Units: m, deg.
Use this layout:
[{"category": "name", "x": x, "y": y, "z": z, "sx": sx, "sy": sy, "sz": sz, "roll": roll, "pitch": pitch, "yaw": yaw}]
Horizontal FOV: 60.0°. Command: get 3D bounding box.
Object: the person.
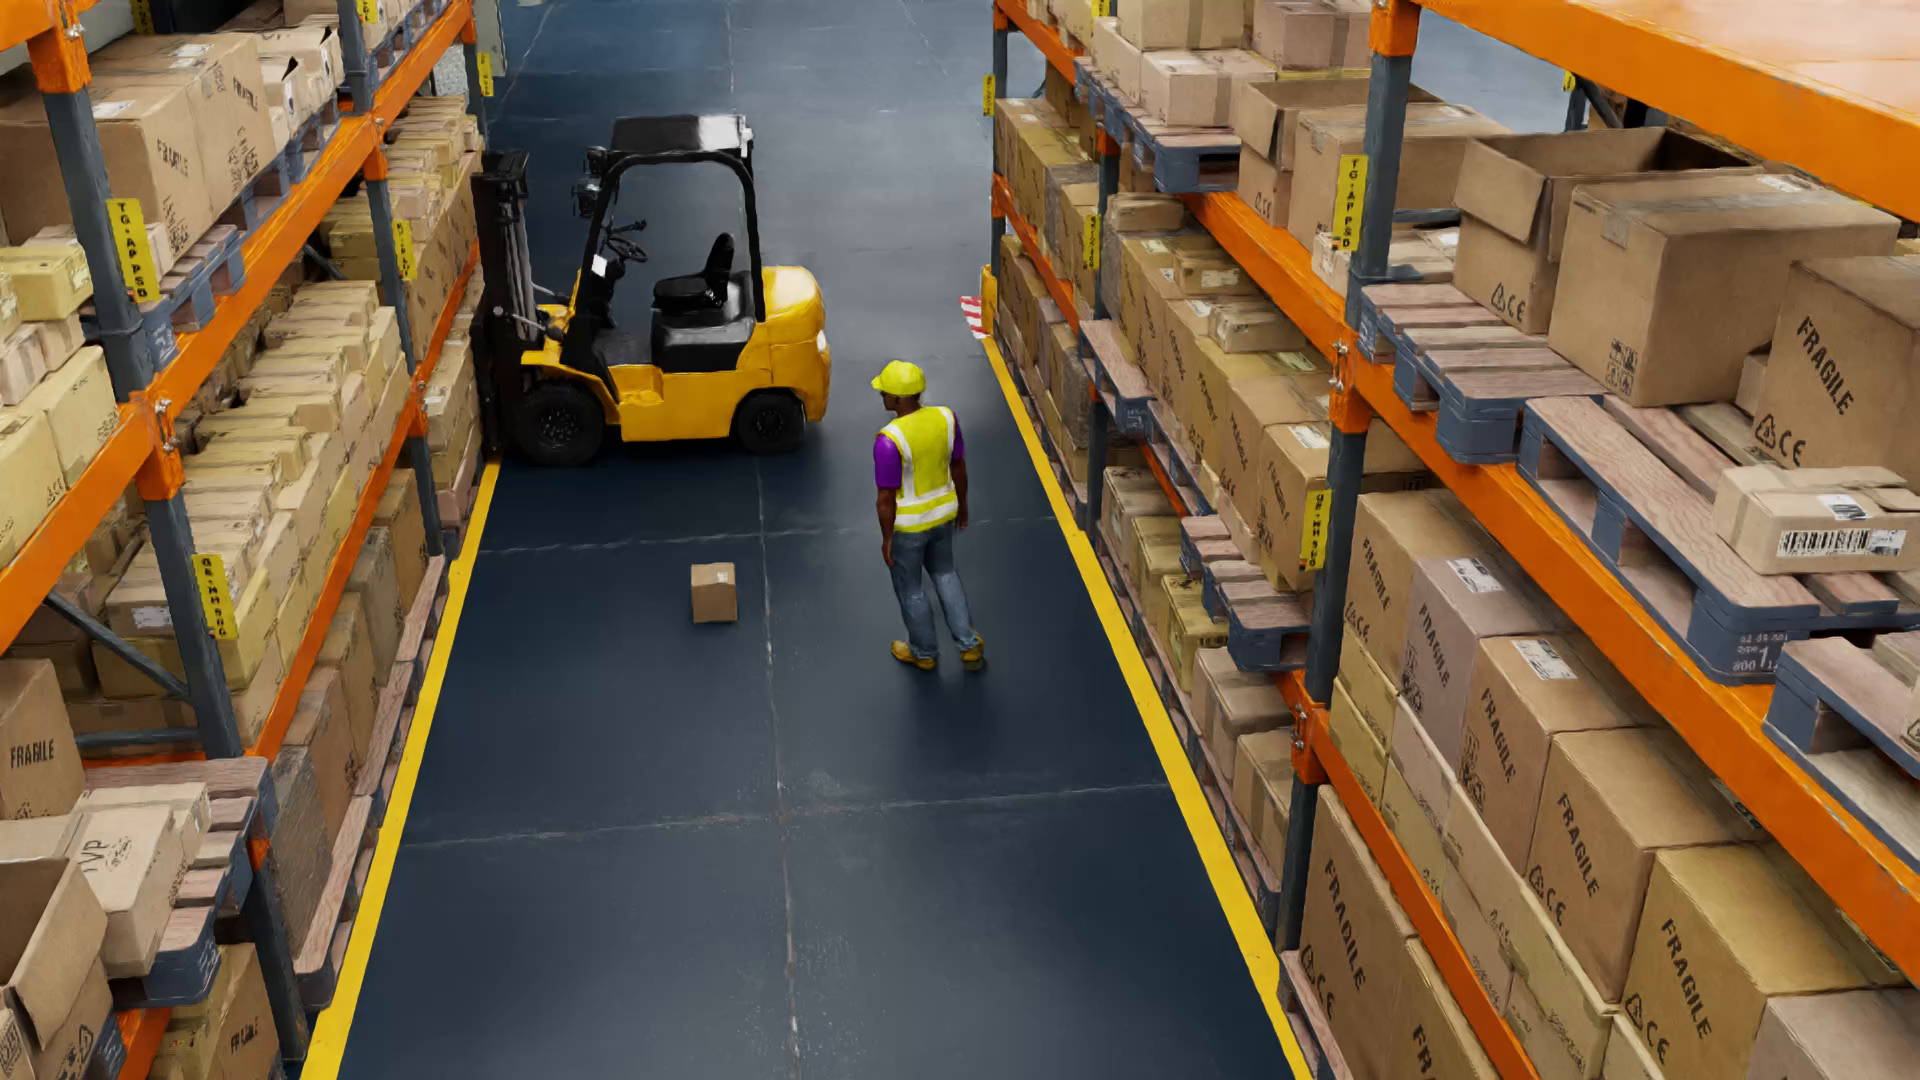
[{"category": "person", "x": -0.174, "y": -0.095, "z": 8.786, "sx": 0.614, "sy": 1.754, "sz": 0.568, "roll": -21, "pitch": 34, "yaw": -36}]
